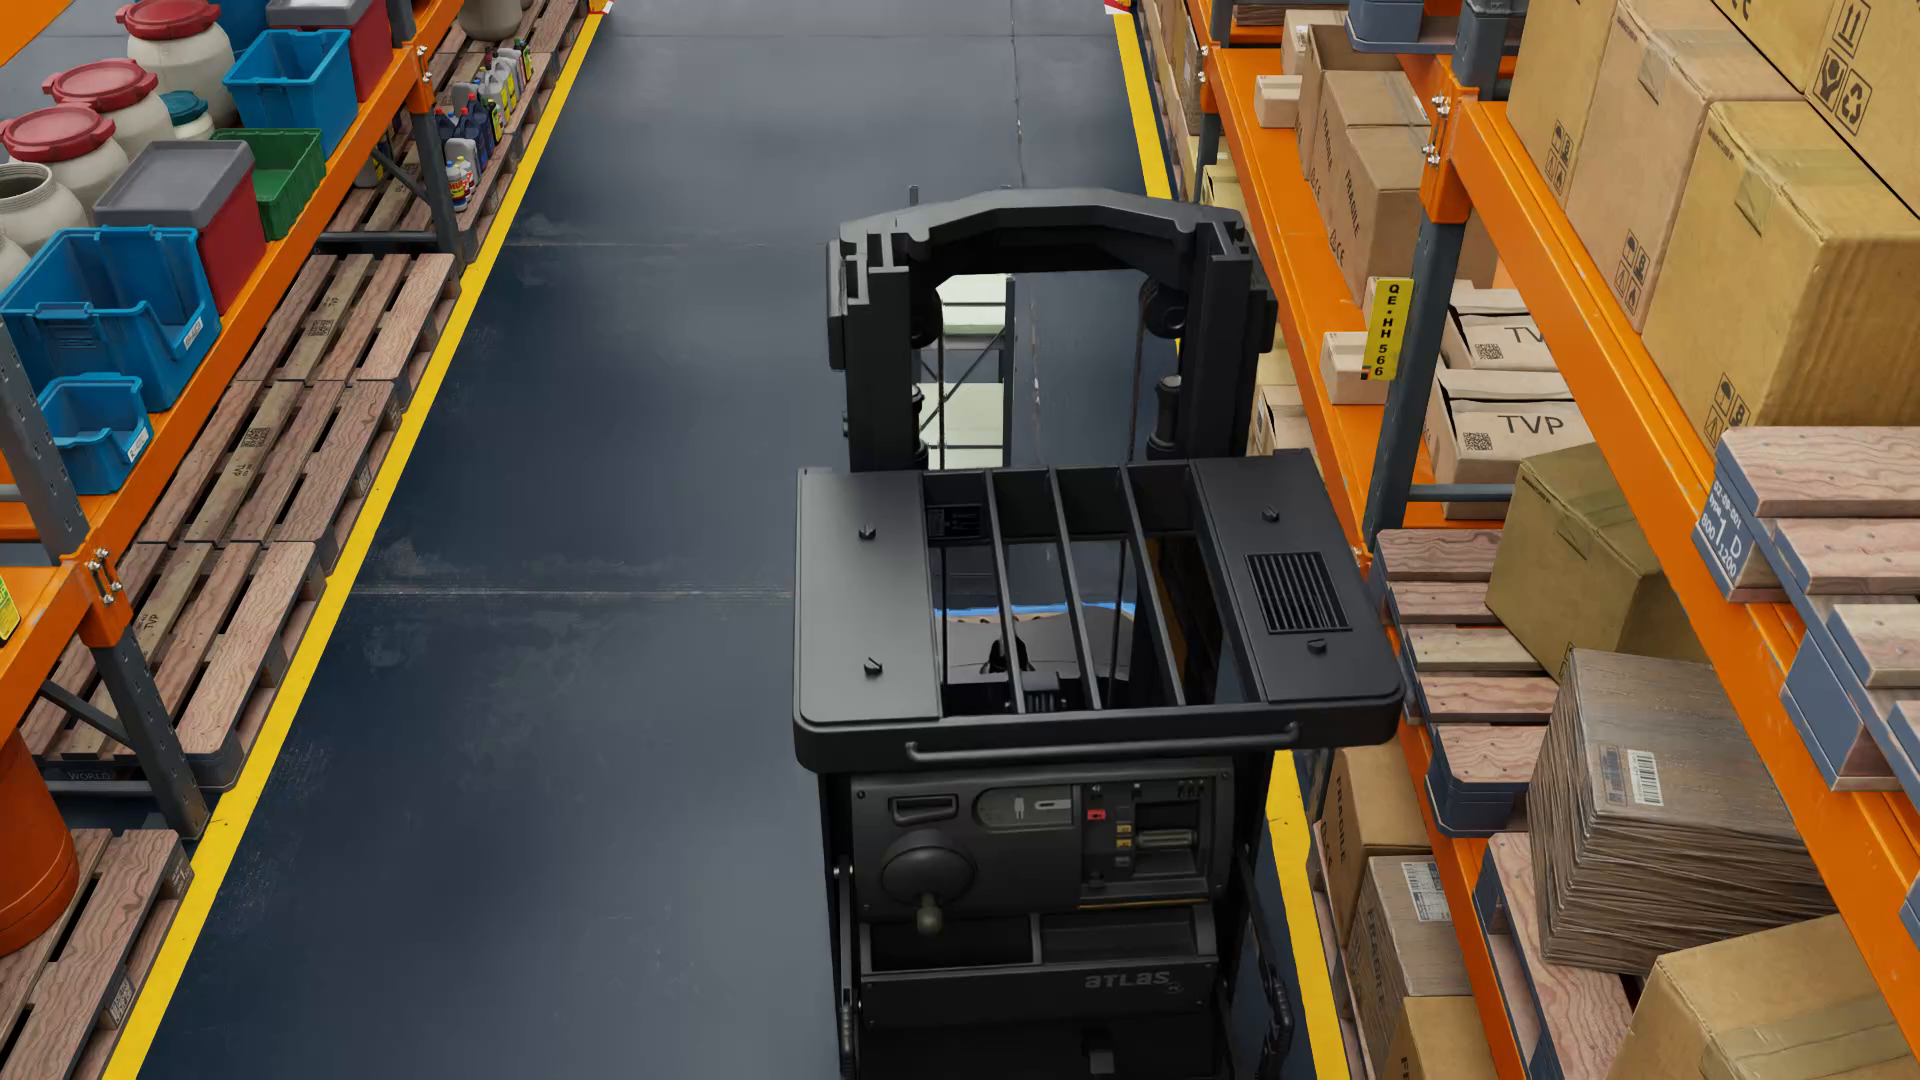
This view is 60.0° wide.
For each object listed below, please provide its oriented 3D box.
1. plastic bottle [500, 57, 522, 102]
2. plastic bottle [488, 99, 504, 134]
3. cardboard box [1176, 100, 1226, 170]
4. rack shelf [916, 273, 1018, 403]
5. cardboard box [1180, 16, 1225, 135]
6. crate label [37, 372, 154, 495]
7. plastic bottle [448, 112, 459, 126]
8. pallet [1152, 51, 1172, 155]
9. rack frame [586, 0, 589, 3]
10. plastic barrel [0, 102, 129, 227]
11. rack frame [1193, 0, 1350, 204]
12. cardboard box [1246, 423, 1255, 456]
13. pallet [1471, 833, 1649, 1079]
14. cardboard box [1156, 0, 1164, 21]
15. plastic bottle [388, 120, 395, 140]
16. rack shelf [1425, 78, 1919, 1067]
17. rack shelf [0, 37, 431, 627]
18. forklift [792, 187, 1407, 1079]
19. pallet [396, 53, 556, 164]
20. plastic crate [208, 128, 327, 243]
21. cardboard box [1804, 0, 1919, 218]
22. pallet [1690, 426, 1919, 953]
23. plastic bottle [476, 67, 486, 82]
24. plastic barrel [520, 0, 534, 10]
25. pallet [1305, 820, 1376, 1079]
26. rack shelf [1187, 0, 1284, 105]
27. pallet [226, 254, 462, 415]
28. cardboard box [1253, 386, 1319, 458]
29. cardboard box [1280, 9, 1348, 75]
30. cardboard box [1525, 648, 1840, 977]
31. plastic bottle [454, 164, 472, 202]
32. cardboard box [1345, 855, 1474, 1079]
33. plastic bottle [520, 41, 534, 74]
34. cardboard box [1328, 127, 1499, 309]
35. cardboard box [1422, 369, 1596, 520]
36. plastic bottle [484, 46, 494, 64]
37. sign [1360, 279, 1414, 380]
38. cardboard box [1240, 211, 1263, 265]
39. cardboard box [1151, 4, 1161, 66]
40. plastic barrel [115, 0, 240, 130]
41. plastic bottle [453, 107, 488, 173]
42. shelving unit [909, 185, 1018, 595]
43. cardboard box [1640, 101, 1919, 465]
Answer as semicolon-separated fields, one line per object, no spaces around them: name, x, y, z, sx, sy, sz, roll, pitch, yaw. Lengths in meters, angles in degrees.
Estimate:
plastic bottle;-2.800;-2.854;10.239;0.152;0.276;0.135;-1;39;-1
plastic bottle;-2.772;-2.516;9.877;0.097;0.201;0.097;0;39;0
cardboard box;1.534;-2.331;9.623;0.500;0.250;0.500;0;39;0
rack shelf;0.000;-0.894;6.542;0.431;0.370;0.720;0;39;0
cardboard box;1.536;-2.624;9.389;0.500;0.500;0.500;0;39;0
crate label;-2.830;-0.333;5.401;0.303;0.233;0.416;0;39;0
plastic bottle;-2.916;-2.339;9.600;0.097;0.271;0.097;0;39;0
pallet;1.781;-2.812;10.590;1.003;0.211;1.213;0;39;0
rack frame;-3.214;-5.138;11.263;1.000;3.000;0.127;0;39;0
plastic barrel;-3.426;-1.362;6.442;0.433;0.535;0.433;0;39;0
rack frame;1.744;-2.638;8.143;1.000;3.000;0.127;0;39;0
cardboard box;1.499;-0.514;7.356;0.500;0.250;0.500;1;39;1
pallet;1.756;1.155;3.564;1.003;0.211;1.213;0;39;0
cardboard box;1.534;-3.562;10.559;0.500;0.500;0.500;0;39;0
plastic bottle;-3.396;-2.489;9.777;0.061;0.283;0.133;0;39;0
rack shelf;1.751;0.225;2.748;1.077;0.370;4.000;0;39;0
rack shelf;-3.207;-1.105;6.805;1.077;0.370;4.000;0;39;0
forklift;0.221;0.819;3.884;1.130;2.935;3.031;-3;39;-3
pallet;-3.172;-2.733;10.492;1.003;0.211;1.213;0;39;0
plastic crate;-2.925;-1.465;6.849;0.450;0.188;0.662;0;39;0
cardboard box;1.744;-0.825;2.603;0.500;0.500;0.500;0;39;0
pallet;1.819;0.212;2.339;1.213;0.211;1.003;0;39;0
plastic bottle;-2.925;-2.813;10.248;0.097;0.201;0.097;0;39;0
plastic barrel;-3.136;-3.919;11.396;0.421;0.512;0.421;0;39;0
pallet;1.712;1.419;5.311;1.003;0.211;1.213;0;39;0
rack shelf;1.742;-3.608;9.928;1.077;0.370;4.000;0;39;0
pallet;-3.169;-1.057;8.400;1.003;0.211;1.213;0;39;0
cardboard box;1.497;-0.414;6.783;0.500;0.311;0.500;0;39;0
cardboard box;1.789;-2.271;7.806;0.500;0.250;0.500;2;39;3
cardboard box;1.672;0.627;3.654;0.700;0.500;0.500;7;39;8
plastic bottle;-2.771;-1.979;9.207;0.097;0.201;0.097;0;39;0
cardboard box;1.470;1.280;4.902;0.500;0.500;0.500;-1;39;-2
plastic bottle;-2.773;-3.069;10.567;0.097;0.201;0.097;0;39;0
cardboard box;1.731;-1.225;6.299;0.500;0.500;0.500;-2;39;-2
cardboard box;1.792;-0.329;5.333;0.500;0.311;0.500;2;39;3
plastic bottle;-2.907;-2.943;10.344;0.061;0.283;0.133;0;39;0
sign;1.194;-0.586;4.656;0.100;0.325;0.005;0;39;0
cardboard box;1.491;-1.376;7.983;0.500;0.311;0.500;0;39;-1
cardboard box;1.522;-3.269;10.794;0.500;0.250;0.500;0;39;0
plastic barrel;-3.427;-2.091;7.352;0.433;0.535;0.433;0;39;0
plastic bottle;-2.795;-2.279;9.462;0.144;0.351;0.185;1;39;1
shelving unit;0.000;-0.589;6.786;0.431;1.500;0.755;0;39;0
cardboard box;1.784;-0.429;2.908;0.910;0.500;0.500;0;39;0
